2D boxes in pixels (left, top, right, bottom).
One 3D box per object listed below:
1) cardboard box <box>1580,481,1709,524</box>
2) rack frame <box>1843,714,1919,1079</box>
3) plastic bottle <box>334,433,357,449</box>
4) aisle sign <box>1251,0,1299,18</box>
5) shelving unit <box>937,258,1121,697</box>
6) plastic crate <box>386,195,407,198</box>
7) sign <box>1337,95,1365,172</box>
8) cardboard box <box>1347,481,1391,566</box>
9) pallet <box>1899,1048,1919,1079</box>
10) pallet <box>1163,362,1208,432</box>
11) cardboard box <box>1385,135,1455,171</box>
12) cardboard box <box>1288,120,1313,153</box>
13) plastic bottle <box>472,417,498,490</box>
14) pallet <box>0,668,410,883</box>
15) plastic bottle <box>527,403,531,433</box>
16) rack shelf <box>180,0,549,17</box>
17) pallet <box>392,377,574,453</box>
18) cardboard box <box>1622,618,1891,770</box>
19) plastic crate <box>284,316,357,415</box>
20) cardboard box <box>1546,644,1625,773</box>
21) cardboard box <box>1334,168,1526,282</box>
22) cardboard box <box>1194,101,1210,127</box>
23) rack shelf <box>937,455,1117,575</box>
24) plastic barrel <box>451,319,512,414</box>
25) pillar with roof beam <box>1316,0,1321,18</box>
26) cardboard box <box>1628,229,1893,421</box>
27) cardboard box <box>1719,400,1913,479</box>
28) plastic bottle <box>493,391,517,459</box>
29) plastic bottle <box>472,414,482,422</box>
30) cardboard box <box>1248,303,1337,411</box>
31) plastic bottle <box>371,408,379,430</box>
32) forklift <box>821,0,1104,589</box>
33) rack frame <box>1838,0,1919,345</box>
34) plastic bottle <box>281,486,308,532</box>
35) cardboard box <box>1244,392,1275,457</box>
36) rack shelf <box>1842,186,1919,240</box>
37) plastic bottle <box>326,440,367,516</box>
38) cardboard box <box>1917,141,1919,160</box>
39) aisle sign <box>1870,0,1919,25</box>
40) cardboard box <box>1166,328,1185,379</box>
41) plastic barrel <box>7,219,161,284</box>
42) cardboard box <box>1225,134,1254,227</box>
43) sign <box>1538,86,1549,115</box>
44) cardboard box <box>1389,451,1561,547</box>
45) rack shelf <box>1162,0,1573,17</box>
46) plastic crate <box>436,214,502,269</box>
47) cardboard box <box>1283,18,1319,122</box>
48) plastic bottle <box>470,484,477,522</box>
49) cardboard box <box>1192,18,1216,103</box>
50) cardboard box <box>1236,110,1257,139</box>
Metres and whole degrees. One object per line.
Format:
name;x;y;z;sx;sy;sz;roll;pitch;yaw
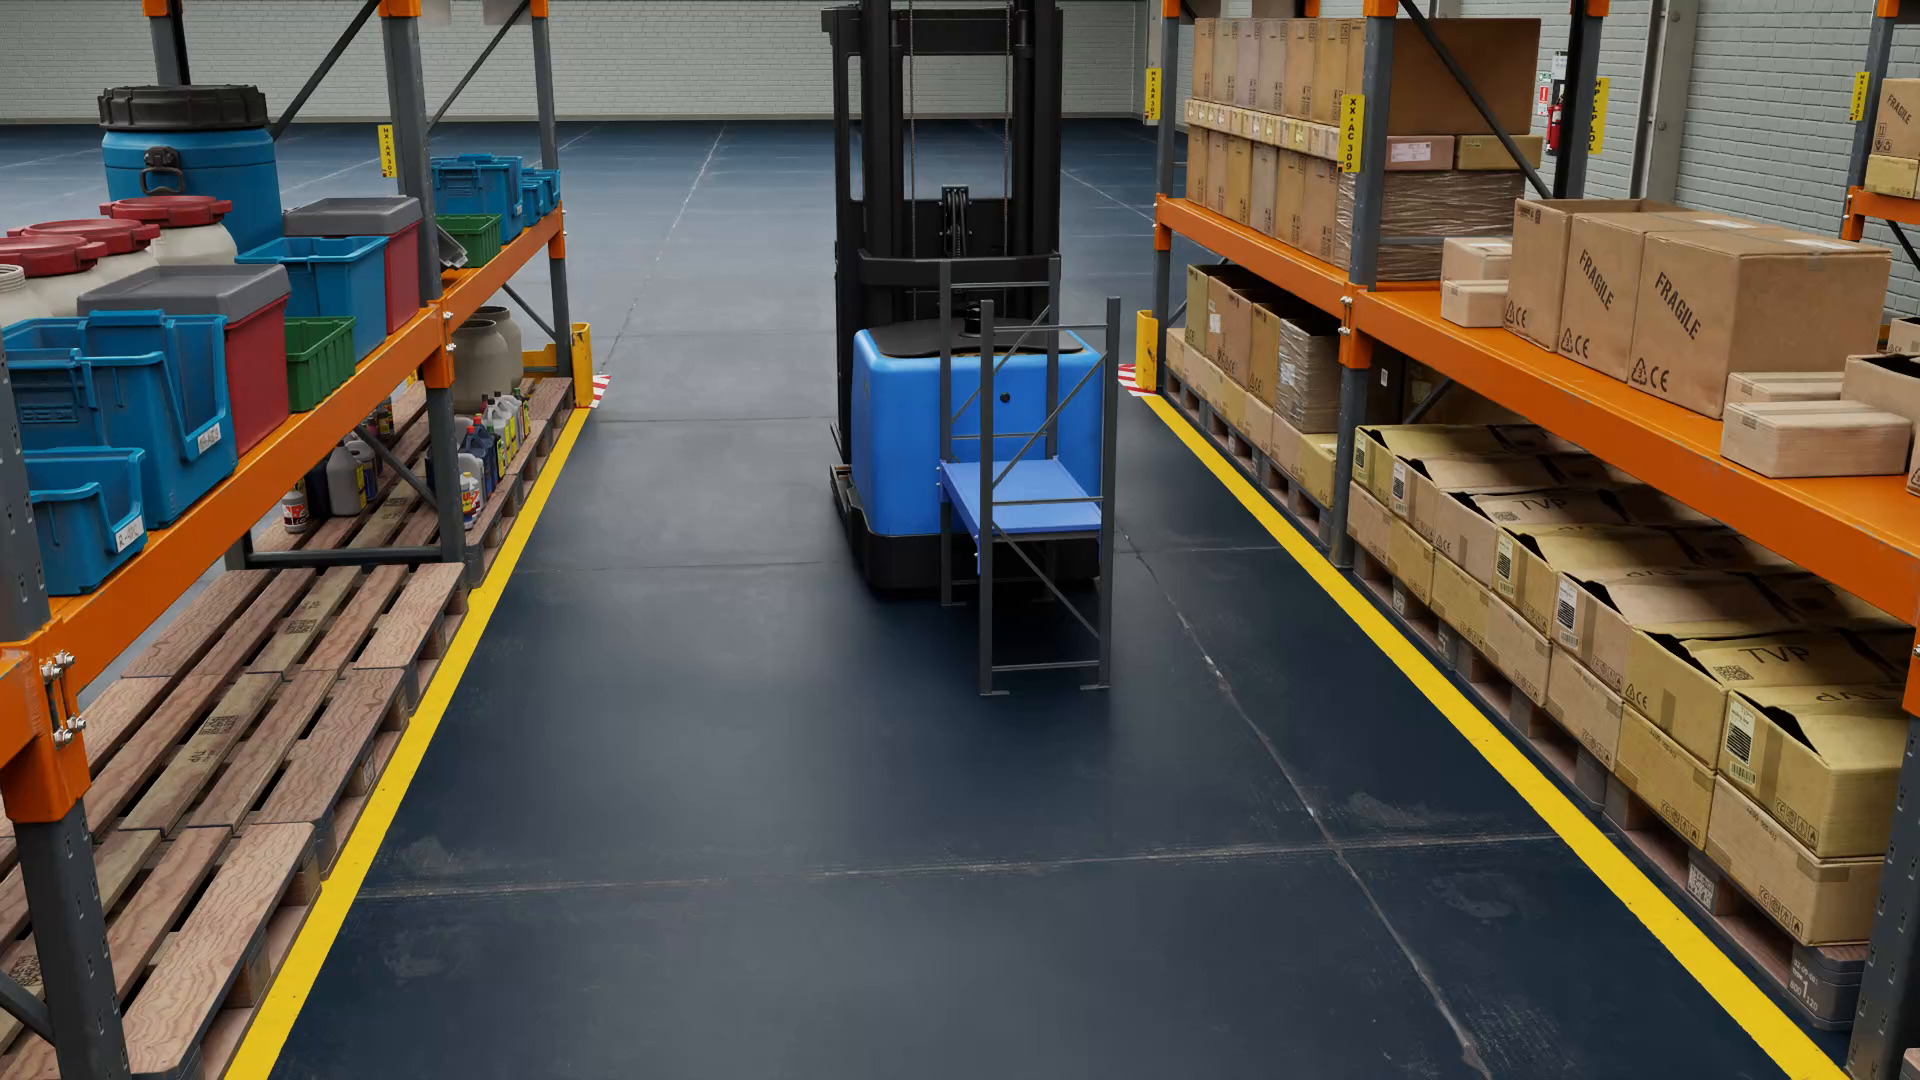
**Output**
cardboard box;2.678;-0.065;6.328;0.500;0.311;0.500;-2;18;-6
rack frame;2.654;-0.132;3.590;1.000;3.000;0.127;-2;18;-6
plastic bottle;-3.092;-0.454;8.304;0.144;0.351;0.185;-2;18;-6
aisle sign;2.115;-3.785;10.884;0.394;0.787;0.004;-2;18;-6
shelving unit;0.243;-0.289;6.592;0.538;1.500;1.048;-3;18;-8
plastic crate;-3.326;-1.961;9.857;0.298;0.136;0.250;-2;18;-6
sign;1.690;-1.757;7.188;0.100;0.325;0.005;-2;18;-6
cardboard box;2.037;-0.085;7.328;0.500;0.250;0.500;-2;18;-7
pallet;2.694;1.422;3.296;1.003;0.211;1.213;-2;18;-6
pallet;1.950;-0.959;10.878;1.003;0.211;1.213;-2;18;-6
cardboard box;2.001;-1.755;7.511;0.380;0.149;0.250;-2;18;-6
cardboard box;1.898;-2.059;8.477;0.380;0.149;0.250;-2;18;-6
plastic bottle;-2.375;-0.428;8.219;0.144;0.351;0.185;-3;18;-8
pallet;-2.437;0.756;5.418;1.003;0.211;1.213;-2;18;-6
plastic bottle;-2.473;-0.705;9.352;0.097;0.201;0.097;0;17;0
rack shelf;-2.892;-2.856;8.459;1.077;0.370;4.000;-2;18;-6
pallet;-2.965;-0.770;10.277;1.003;0.211;1.213;-2;18;-6
cardboard box;2.295;0.409;4.820;0.500;0.311;0.500;-2;18;-6
plastic crate;-2.225;-0.561;5.309;0.450;0.188;0.662;-2;18;-6
cardboard box;2.252;0.527;5.381;0.500;0.250;0.500;-1;17;-4
cardboard box;2.190;-1.504;7.792;0.700;0.500;0.500;-2;18;-7
cardboard box;1.685;-2.671;10.426;0.380;0.149;0.250;-2;18;-7
rack shelf;0.243;-0.117;6.646;0.538;0.185;1.000;-3;18;-8
plastic barrel;-2.902;-1.034;9.915;0.421;0.512;0.421;0;17;0
pillar with roof beam;1.550;-10.580;26.854;9.100;9.000;0.400;-2;18;-6
cardboard box;2.465;-0.679;5.166;0.500;0.500;0.500;-3;18;-9
cardboard box;2.287;-0.272;4.454;0.380;0.149;0.250;-2;18;-6
plastic bottle;-2.438;-0.610;8.799;0.144;0.351;0.185;-1;17;-3
plastic bottle;-2.582;-0.578;8.948;0.097;0.201;0.097;0;17;0
cardboard box;1.881;-1.000;8.991;0.500;0.500;0.500;-2;18;-6
plastic bottle;-3.186;-0.620;8.964;0.097;0.271;0.097;0;17;0
forklift;-0.096;-1.585;8.331;1.130;2.935;3.031;-3;18;-8
rack frame;6.756;-2.670;11.673;1.000;3.000;0.127;-2;18;-6
plastic bottle;-3.033;-0.145;7.569;0.097;0.201;0.097;0;17;0
cardboard box;1.869;-0.642;9.102;0.500;0.250;0.500;-2;18;-6
rack shelf;6.962;-1.731;9.883;1.077;0.370;4.000;-2;18;-6
plastic bottle;-2.895;-0.305;7.830;0.144;0.351;0.185;-2;18;-6
cardboard box;6.548;-2.666;10.628;0.500;0.500;0.500;-2;18;-5
aisle sign;6.450;-3.922;11.322;0.394;0.787;0.004;-2;18;-6
cardboard box;1.663;-1.237;11.000;0.500;0.250;0.500;-2;18;-6
plastic barrel;-2.729;-0.726;5.256;0.433;0.535;0.433;0;17;0
cardboard box;1.969;-2.119;9.753;0.700;0.500;0.500;-2;18;-5
sign;6.899;-5.198;19.666;0.001;0.329;0.234;-2;18;-6
cardboard box;2.083;-0.200;6.759;0.500;0.311;0.500;-2;18;-6
rack shelf;2.036;-3.008;8.943;1.077;0.370;4.000;-2;18;-6
plastic crate;-2.545;-1.484;8.250;0.450;0.188;0.662;-2;18;-6
cardboard box;2.085;-2.422;8.552;0.700;0.500;0.500;-2;18;-6
plastic bottle;-2.293;-0.185;7.697;0.097;0.201;0.097;0;17;0
cardboard box;1.870;-3.027;10.478;0.700;0.500;0.500;-2;18;-5
cardboard box;1.790;-2.366;9.454;0.380;0.149;0.250;-2;18;-6
